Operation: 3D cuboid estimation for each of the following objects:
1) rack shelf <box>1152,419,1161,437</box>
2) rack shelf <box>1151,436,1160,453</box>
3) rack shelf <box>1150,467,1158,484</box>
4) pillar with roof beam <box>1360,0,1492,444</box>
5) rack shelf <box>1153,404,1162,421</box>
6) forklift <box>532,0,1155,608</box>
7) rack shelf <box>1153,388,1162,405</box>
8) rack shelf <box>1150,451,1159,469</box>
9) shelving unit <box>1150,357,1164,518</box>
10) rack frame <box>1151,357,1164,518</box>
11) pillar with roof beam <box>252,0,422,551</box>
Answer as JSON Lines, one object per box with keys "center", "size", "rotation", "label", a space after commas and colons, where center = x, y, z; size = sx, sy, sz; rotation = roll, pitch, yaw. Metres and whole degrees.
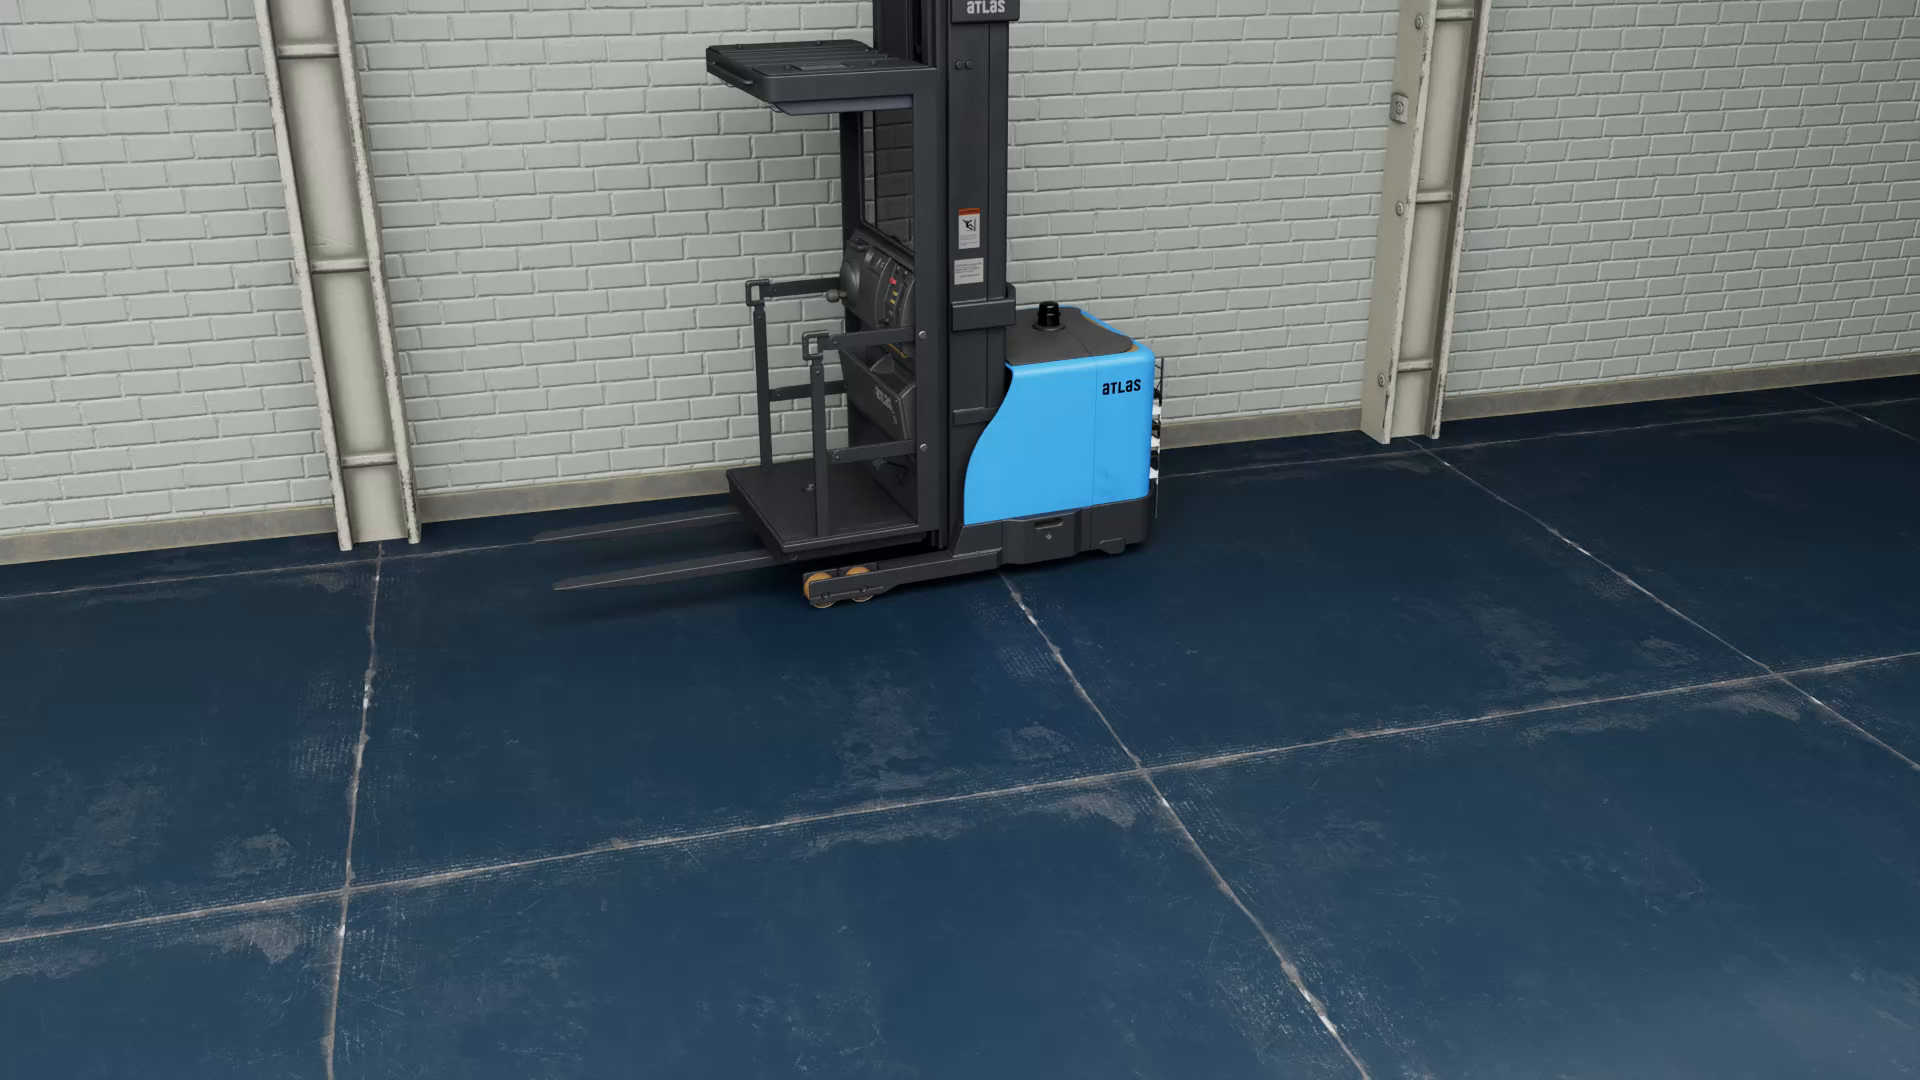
{"center": [0.925, -0.614, 8.897], "size": [0.200, 0.077, 0.258], "rotation": [-9, 25, -20], "label": "rack shelf"}
{"center": [0.925, -0.532, 8.933], "size": [0.200, 0.077, 0.258], "rotation": [-9, 25, -20], "label": "rack shelf"}
{"center": [0.925, -0.366, 9.004], "size": [0.200, 0.077, 0.258], "rotation": [-9, 25, -20], "label": "rack shelf"}
{"center": [3.877, -3.164, 4.712], "size": [0.400, 9.000, 9.100], "rotation": [-6, 24, -14], "label": "pillar with roof beam"}
{"center": [0.925, -0.697, 8.862], "size": [0.200, 0.077, 0.258], "rotation": [-9, 25, -20], "label": "rack shelf"}
{"center": [-0.586, -1.255, 7.959], "size": [3.031, 2.935, 1.130], "rotation": [-9, 25, -20], "label": "forklift"}
{"center": [0.925, -0.780, 8.826], "size": [0.200, 0.077, 0.258], "rotation": [-9, 25, -20], "label": "rack shelf"}
{"center": [0.925, -0.449, 8.968], "size": [0.200, 0.077, 0.258], "rotation": [-9, 25, -20], "label": "rack shelf"}
{"center": [0.925, -0.562, 8.919], "size": [0.210, 0.900, 0.258], "rotation": [-9, 25, -20], "label": "shelving unit"}
{"center": [1.019, -0.577, 8.954], "size": [0.006, 0.900, 0.240], "rotation": [-9, 25, -20], "label": "rack frame"}
{"center": [-1.900, -2.525, 3.223], "size": [0.400, 9.000, 9.100], "rotation": [-6, 24, -14], "label": "pillar with roof beam"}
